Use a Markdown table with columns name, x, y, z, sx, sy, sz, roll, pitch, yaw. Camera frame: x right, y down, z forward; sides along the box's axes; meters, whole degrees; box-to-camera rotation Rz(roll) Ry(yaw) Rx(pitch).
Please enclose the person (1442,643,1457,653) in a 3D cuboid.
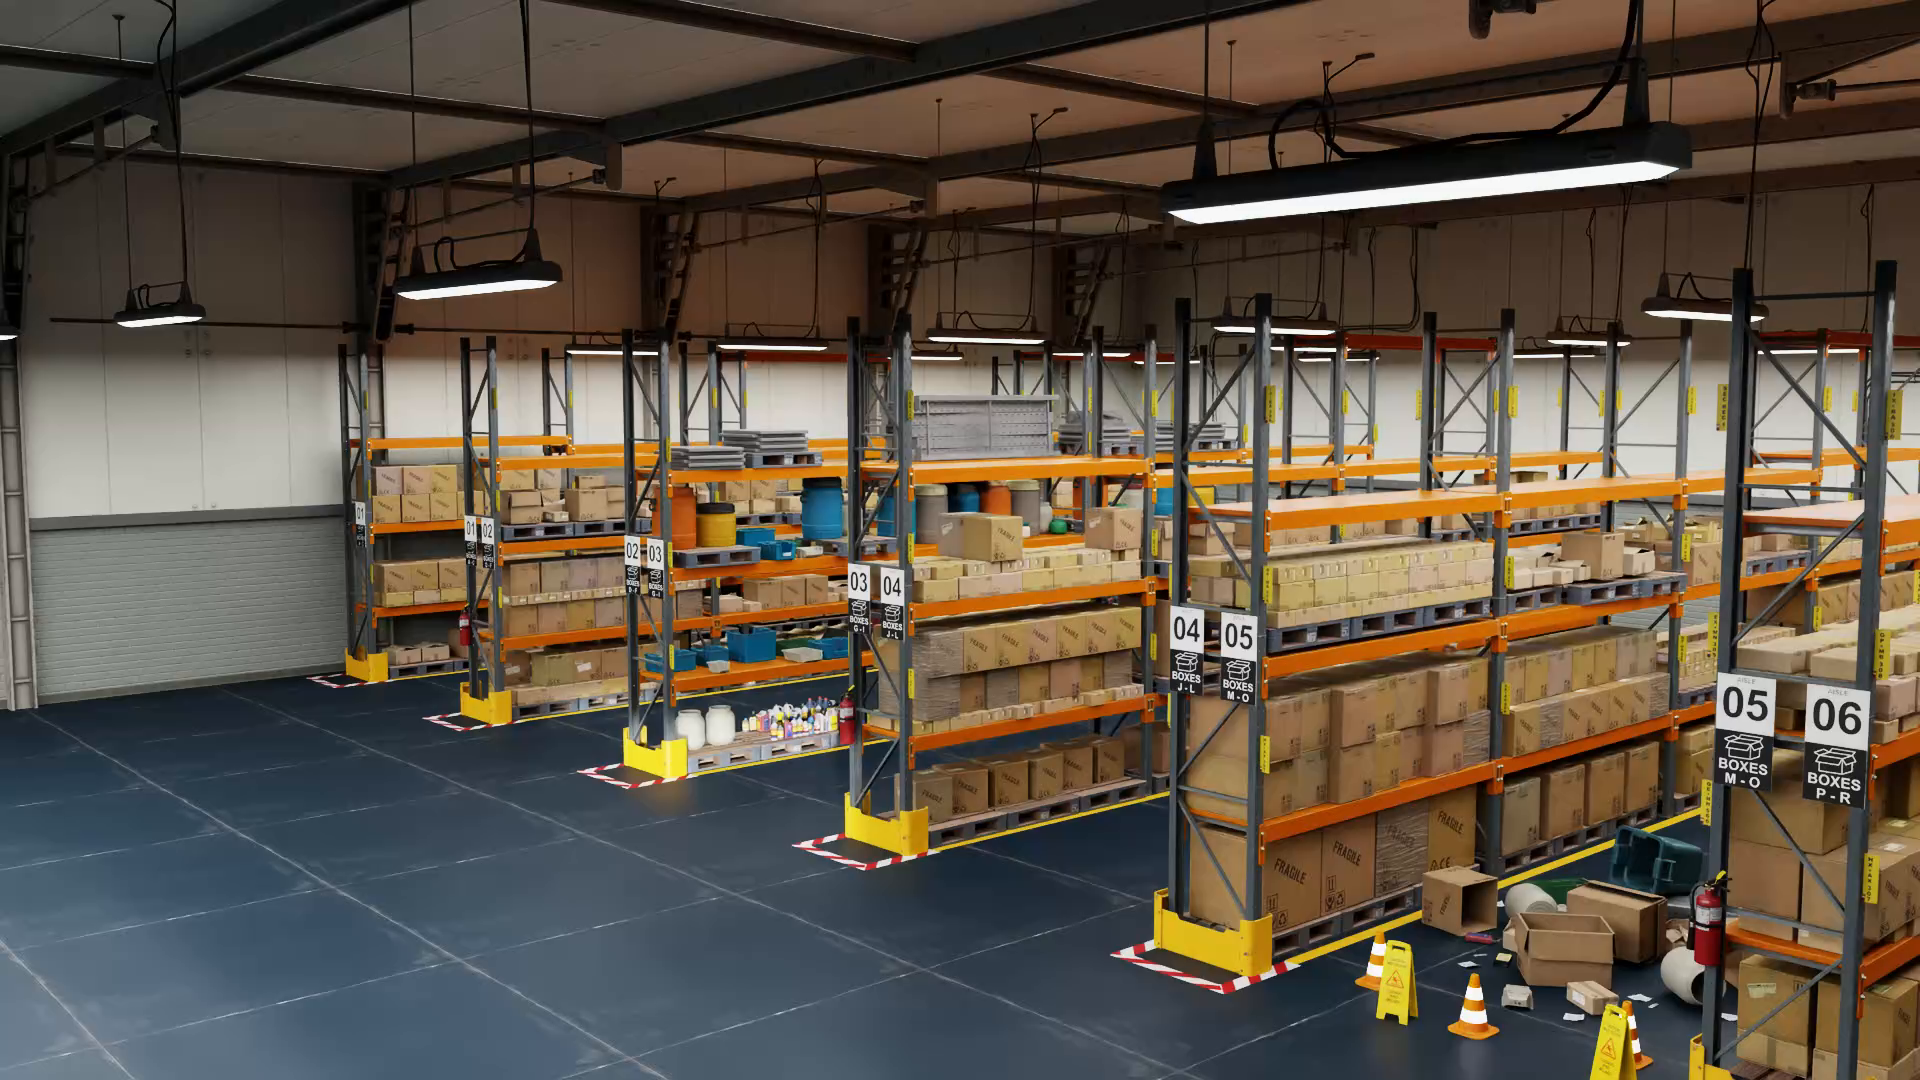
| name | x | y | z | sx | sy | sz | roll | pitch | yaw |
| --- | --- | --- | --- | --- | --- | --- | --- | --- | --- |
| person | 6.920 | 2.216 | 23.450 | 0.695 | 1.735 | 0.667 | 4 | 6 | 35 |
